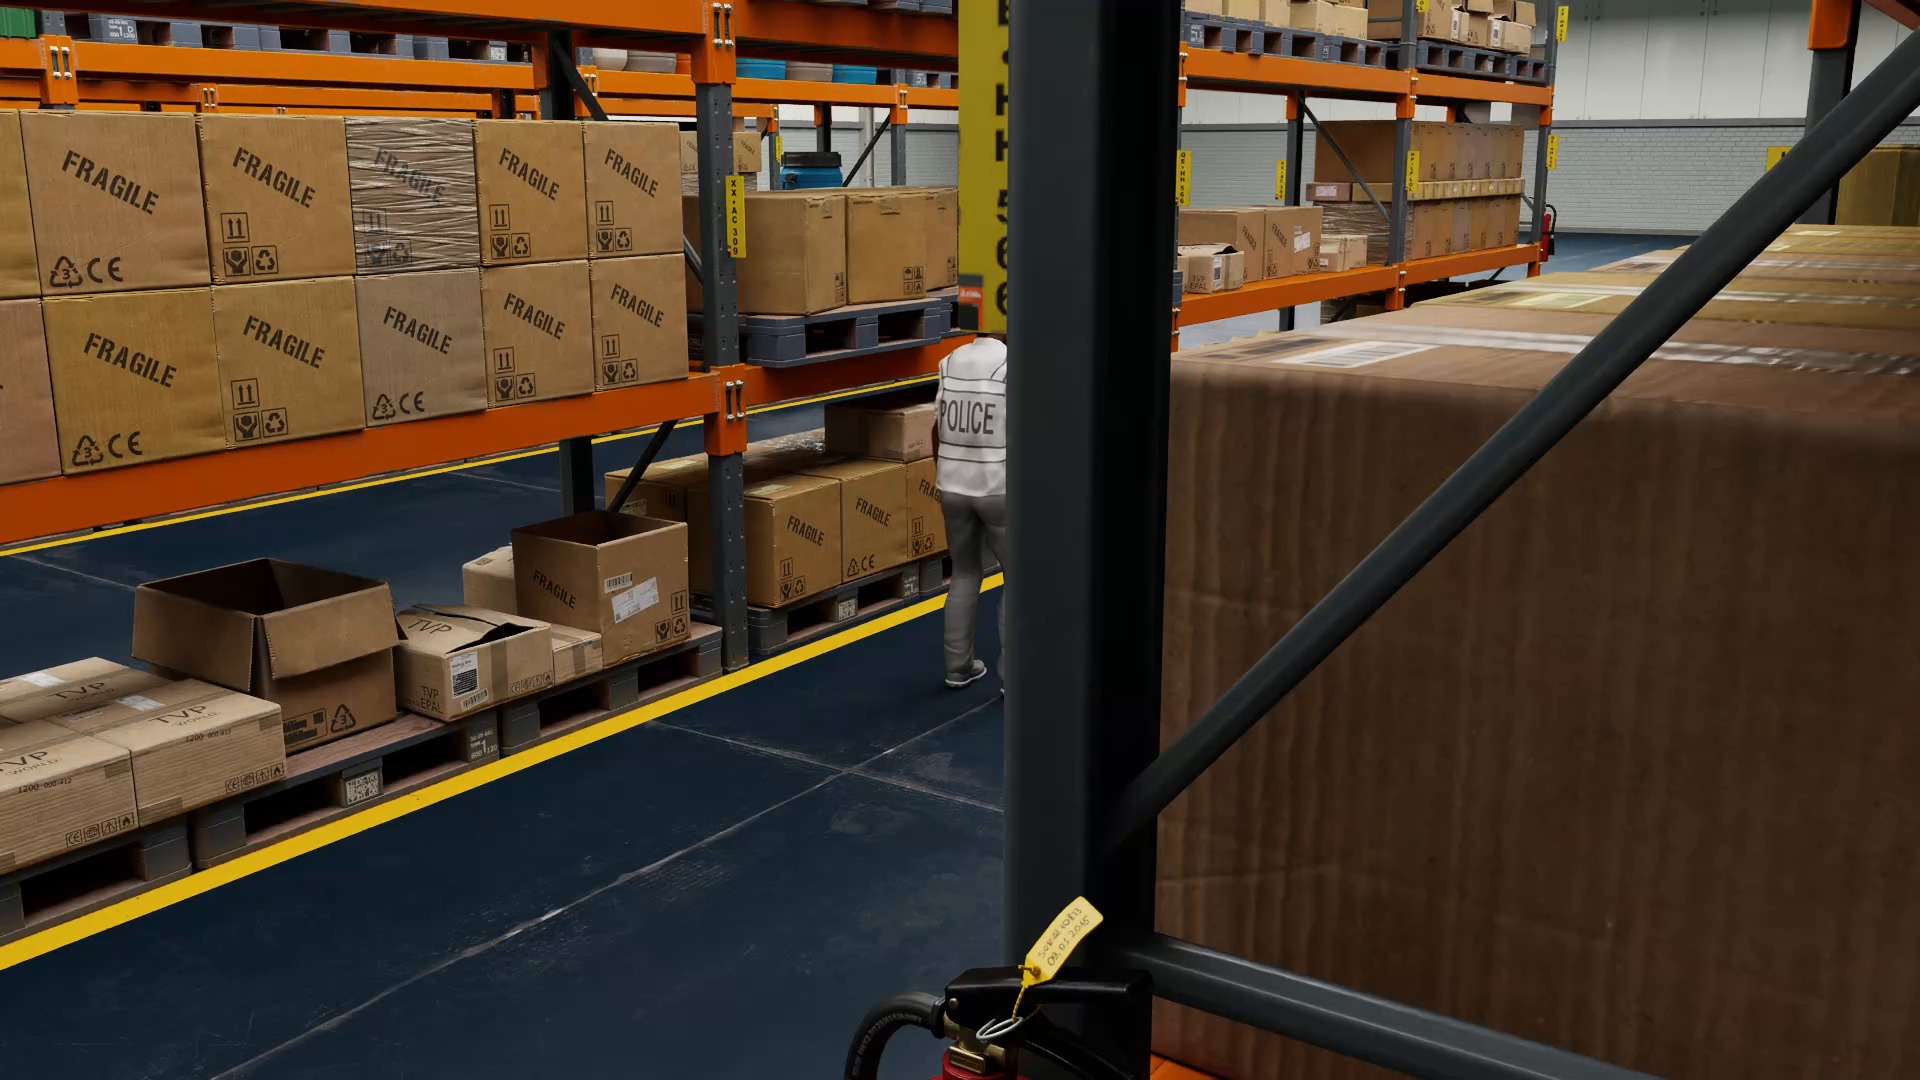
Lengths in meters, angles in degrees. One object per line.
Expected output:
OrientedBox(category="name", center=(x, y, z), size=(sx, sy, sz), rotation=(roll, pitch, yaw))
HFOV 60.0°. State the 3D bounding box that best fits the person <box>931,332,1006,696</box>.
OrientedBox(category="person", center=(0.121, -0.190, 6.807), size=(0.505, 1.656, 0.396), rotation=(8, 15, 31))
